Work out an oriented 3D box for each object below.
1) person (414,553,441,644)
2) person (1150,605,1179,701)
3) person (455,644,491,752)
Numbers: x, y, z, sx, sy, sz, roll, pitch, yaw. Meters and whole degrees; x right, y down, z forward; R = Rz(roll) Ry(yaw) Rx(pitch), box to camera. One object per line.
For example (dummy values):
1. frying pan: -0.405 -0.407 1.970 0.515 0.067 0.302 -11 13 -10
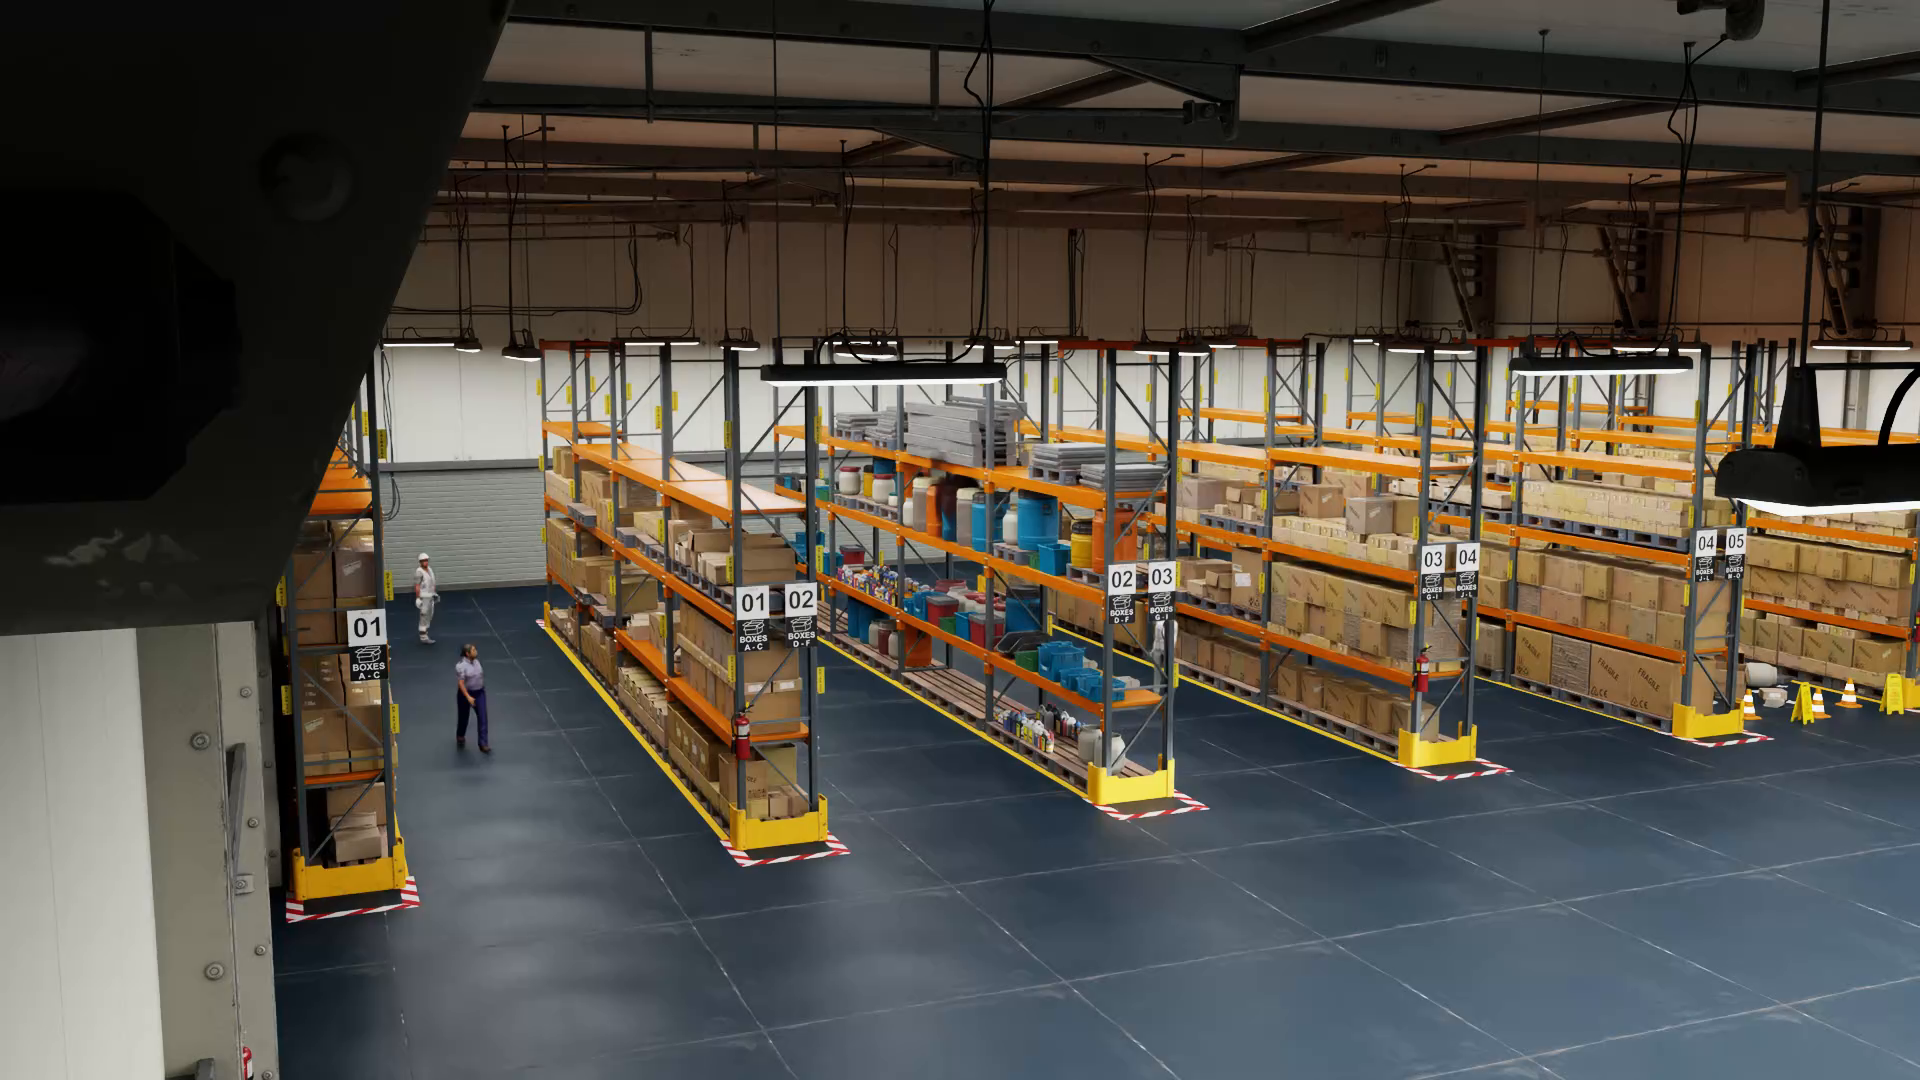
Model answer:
1. person: -10.575 1.171 33.020 0.424 1.839 0.538 0 7 -2
2. person: 3.445 1.861 27.952 0.529 1.700 0.424 7 10 44
3. person: -7.287 2.336 24.765 0.437 1.591 0.978 -4 8 -29
